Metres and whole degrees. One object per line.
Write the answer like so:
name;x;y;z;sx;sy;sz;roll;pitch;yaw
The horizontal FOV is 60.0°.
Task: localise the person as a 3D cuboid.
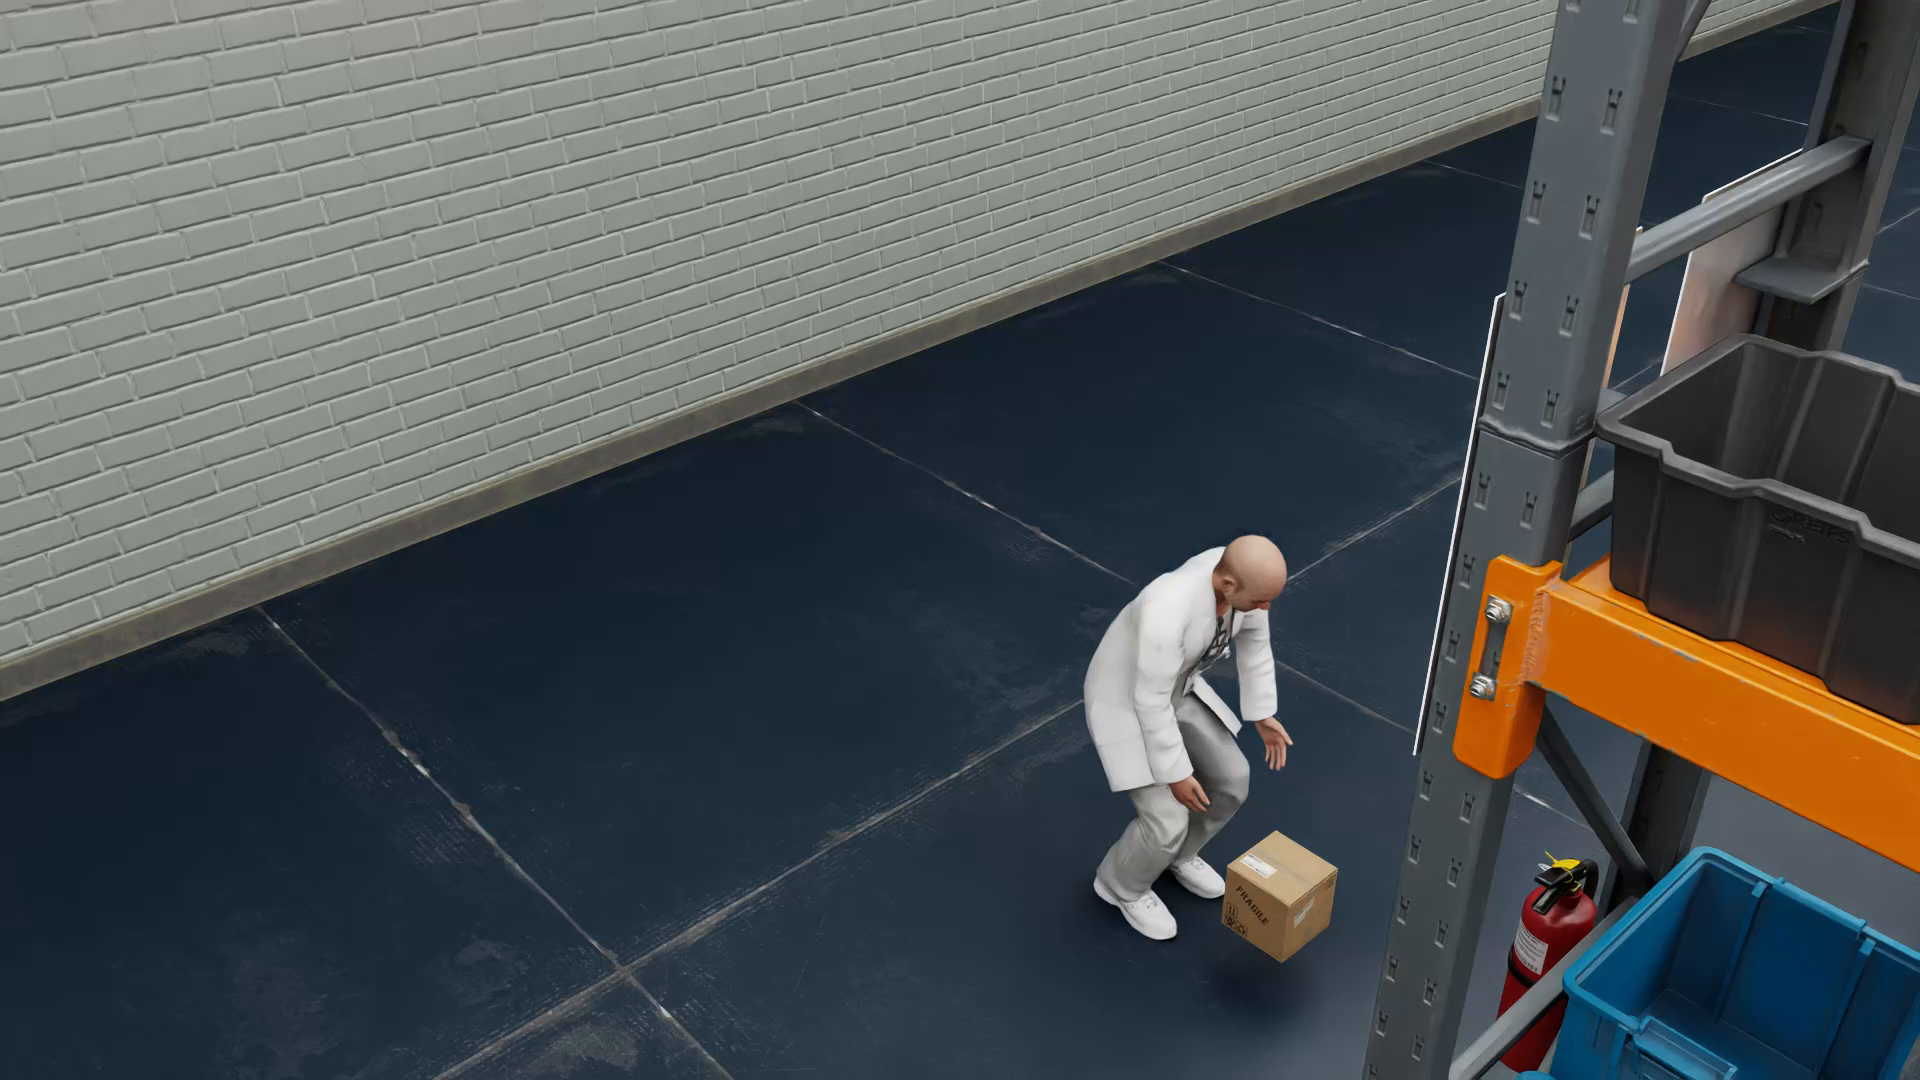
person;0.727;0.635;5.481;0.626;1.395;0.636;-25;39;-35
